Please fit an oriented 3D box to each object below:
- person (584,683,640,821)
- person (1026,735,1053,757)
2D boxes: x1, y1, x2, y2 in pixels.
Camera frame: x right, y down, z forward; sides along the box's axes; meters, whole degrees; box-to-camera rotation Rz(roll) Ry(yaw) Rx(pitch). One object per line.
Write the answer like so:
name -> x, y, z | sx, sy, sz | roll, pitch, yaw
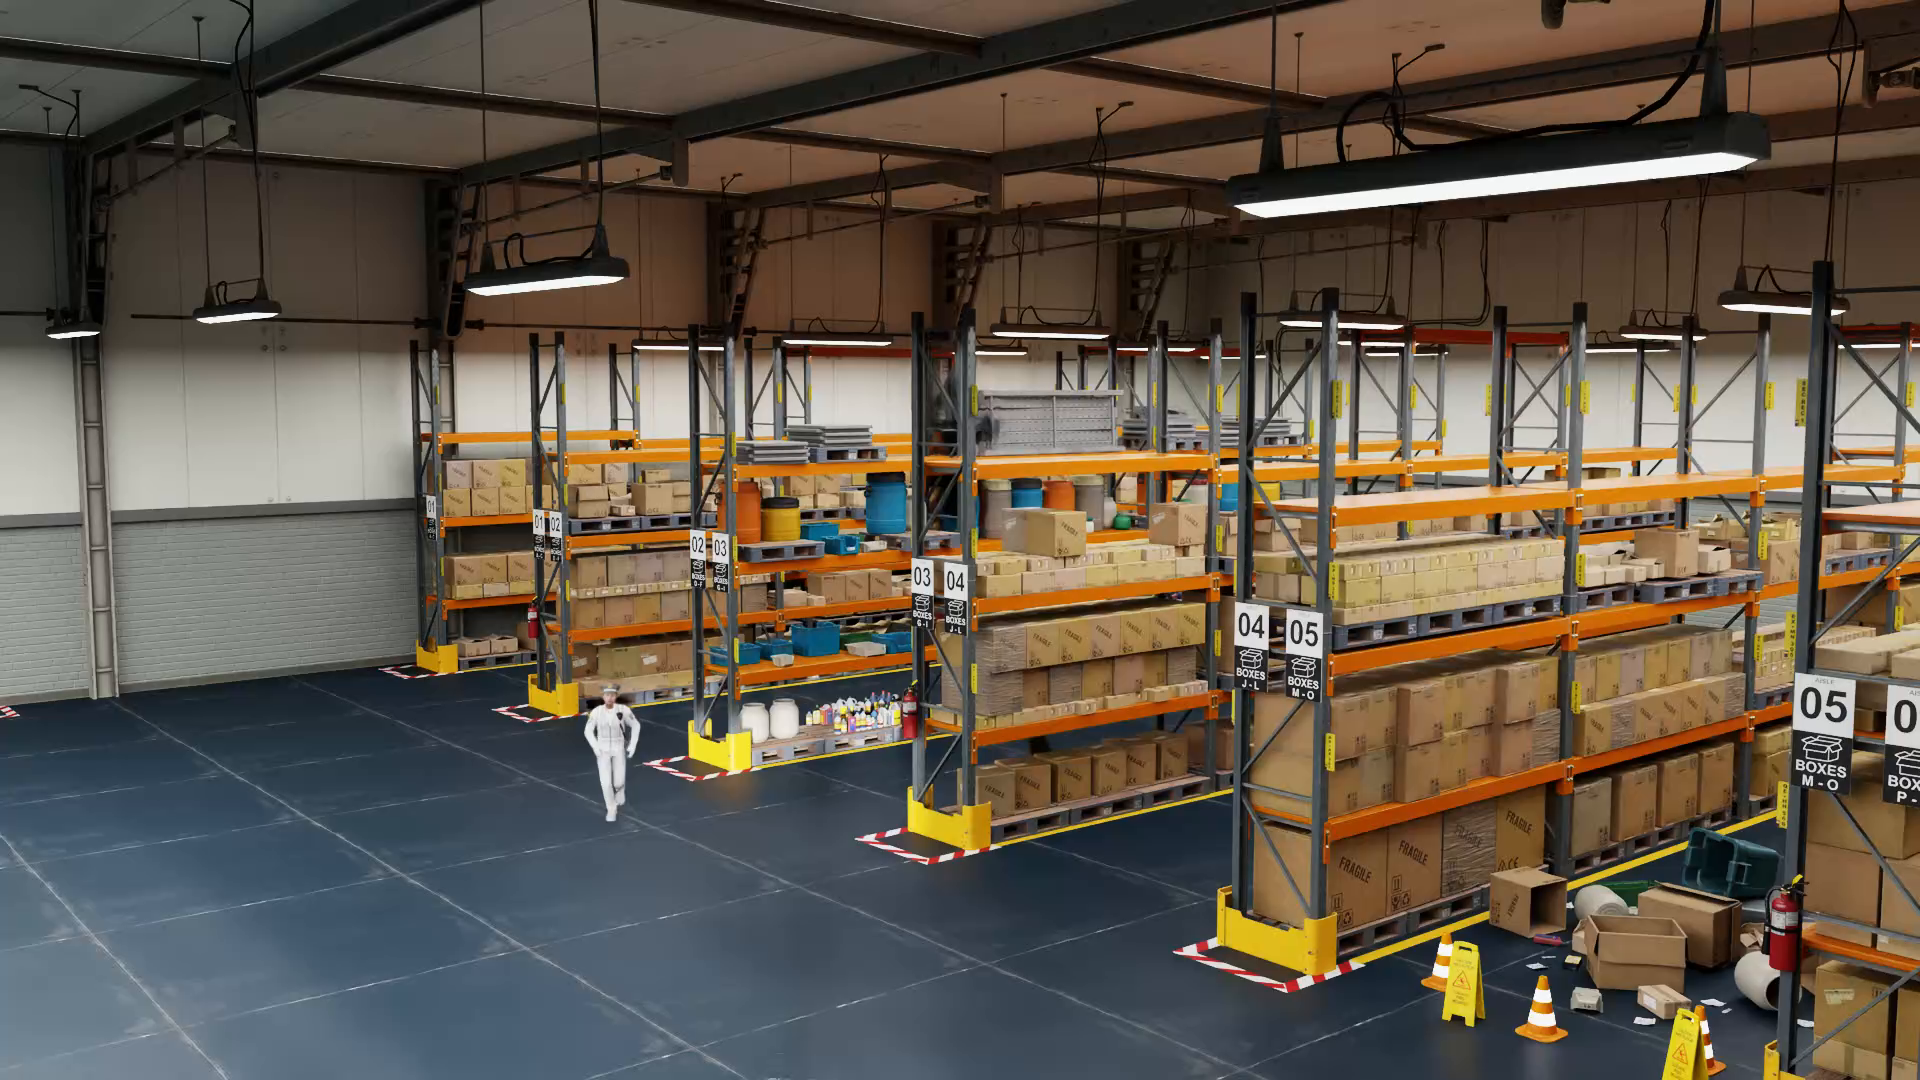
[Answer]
person -> -4.164, 2.517, 19.921 | 0.653, 1.669, 0.571 | -1, 5, -10
person -> 1.027, 2.258, 21.915 | 0.793, 1.844, 0.674 | -5, 7, -41
